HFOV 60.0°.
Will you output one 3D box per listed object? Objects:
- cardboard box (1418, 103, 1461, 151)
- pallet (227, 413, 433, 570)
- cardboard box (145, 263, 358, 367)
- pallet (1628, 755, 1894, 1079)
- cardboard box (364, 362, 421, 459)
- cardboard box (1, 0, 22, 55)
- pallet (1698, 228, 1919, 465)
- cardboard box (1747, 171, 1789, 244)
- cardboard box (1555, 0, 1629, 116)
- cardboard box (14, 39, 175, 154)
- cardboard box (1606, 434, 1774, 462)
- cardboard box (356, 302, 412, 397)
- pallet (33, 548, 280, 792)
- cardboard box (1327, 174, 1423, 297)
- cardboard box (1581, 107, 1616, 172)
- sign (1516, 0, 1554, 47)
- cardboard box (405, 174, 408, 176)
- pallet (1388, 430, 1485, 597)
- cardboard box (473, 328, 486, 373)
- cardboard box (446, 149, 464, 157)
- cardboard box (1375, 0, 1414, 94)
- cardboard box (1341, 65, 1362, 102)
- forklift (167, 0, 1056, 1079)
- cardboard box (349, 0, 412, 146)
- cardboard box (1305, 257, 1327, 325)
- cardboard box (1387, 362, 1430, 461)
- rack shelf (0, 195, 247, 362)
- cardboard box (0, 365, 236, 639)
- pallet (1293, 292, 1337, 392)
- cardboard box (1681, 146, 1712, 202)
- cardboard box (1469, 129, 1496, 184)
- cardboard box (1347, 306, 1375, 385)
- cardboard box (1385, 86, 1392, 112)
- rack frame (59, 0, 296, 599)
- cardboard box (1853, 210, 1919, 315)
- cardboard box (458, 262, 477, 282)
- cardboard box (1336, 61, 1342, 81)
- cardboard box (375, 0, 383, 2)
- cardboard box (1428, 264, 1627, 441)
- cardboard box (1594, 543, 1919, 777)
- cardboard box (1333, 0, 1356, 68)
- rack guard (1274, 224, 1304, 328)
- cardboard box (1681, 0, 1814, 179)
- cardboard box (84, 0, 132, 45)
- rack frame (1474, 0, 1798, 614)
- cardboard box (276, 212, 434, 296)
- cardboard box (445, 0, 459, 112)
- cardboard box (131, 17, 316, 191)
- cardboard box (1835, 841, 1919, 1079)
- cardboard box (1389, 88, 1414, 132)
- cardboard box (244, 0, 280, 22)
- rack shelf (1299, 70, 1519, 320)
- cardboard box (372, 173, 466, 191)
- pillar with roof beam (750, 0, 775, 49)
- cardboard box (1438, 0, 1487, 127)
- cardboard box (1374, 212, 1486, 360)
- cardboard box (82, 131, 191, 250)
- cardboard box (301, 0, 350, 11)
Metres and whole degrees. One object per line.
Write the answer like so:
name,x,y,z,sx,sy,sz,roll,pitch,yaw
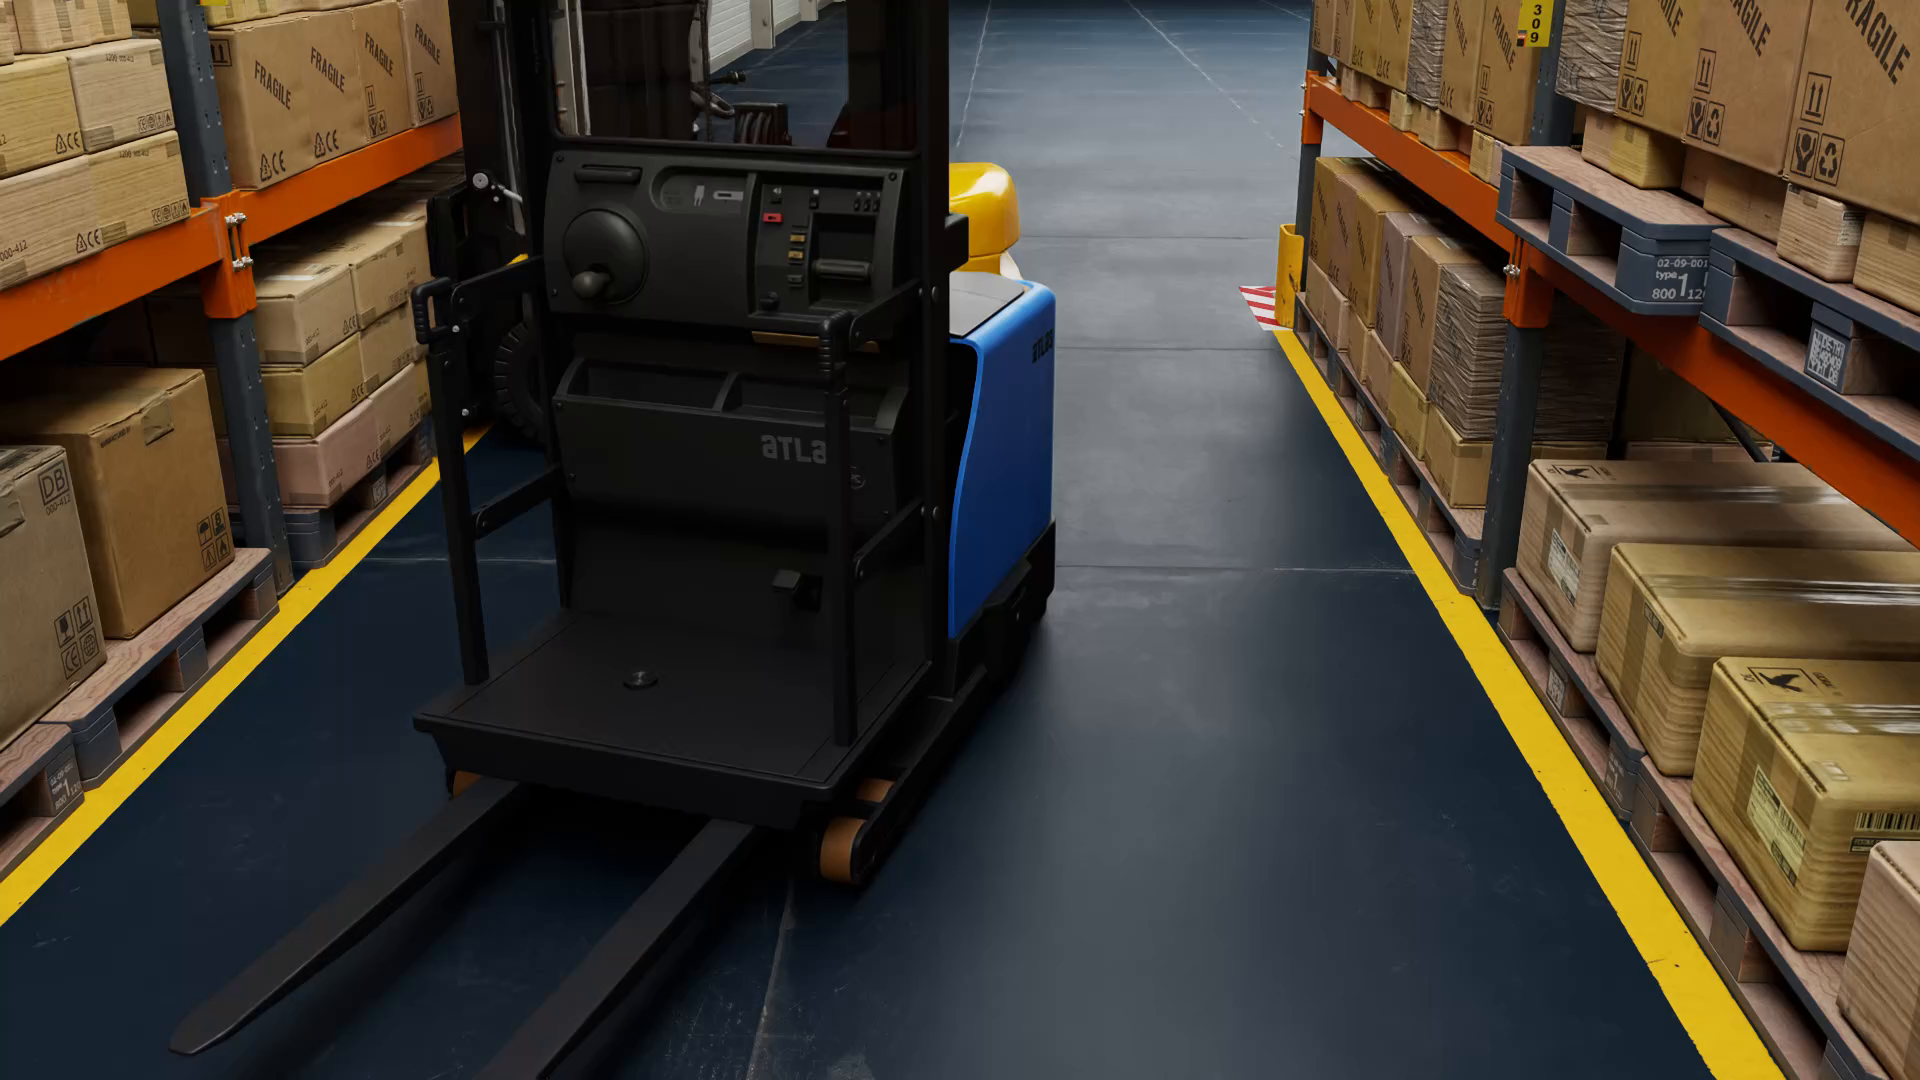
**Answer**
cardboard box,1.939,-1.547,6.216,0.380,0.149,0.250,0,21,1
pallet,-2.689,-0.217,6.297,1.003,0.211,1.213,1,21,2
cardboard box,-2.427,-0.782,5.735,0.500,0.250,0.500,0,21,1
pallet,2.150,0.847,3.555,1.003,0.211,1.213,1,21,2
cardboard box,-2.410,-0.499,6.389,0.500,0.250,0.500,0,21,0
cardboard box,-2.594,-1.272,4.125,0.380,0.149,0.250,1,21,2
pallet,2.104,-0.358,3.069,1.003,0.211,1.213,1,21,2
cardboard box,1.866,-0.684,3.412,0.380,0.149,0.250,1,21,2
cardboard box,1.905,-1.392,4.339,0.500,0.500,0.500,1,21,3
cardboard box,-2.515,-1.213,4.525,0.500,0.250,0.500,0,21,0
cardboard box,2.494,-0.301,5.879,0.500,0.250,0.500,0,21,-1
cardboard box,-2.419,-0.731,6.295,0.500,0.250,0.500,1,21,1
pallet,-2.739,0.337,4.870,1.003,0.211,1.213,1,21,2
cardboard box,2.015,-1.400,7.676,0.500,0.500,0.500,0,21,0
cardboard box,1.874,-1.059,4.379,0.380,0.149,0.250,1,21,2
sign,1.664,-1.584,4.767,0.100,0.325,0.005,1,21,2
cardboard box,-2.849,-1.704,8.113,0.500,0.250,0.500,1,21,2
pallet,2.191,-0.120,6.047,1.003,0.211,1.213,1,21,2
cardboard box,-2.374,-0.869,7.341,0.500,0.250,0.500,1,21,3
cardboard box,-2.336,-1.887,8.583,0.500,0.250,0.500,1,21,3
cardboard box,2.002,-2.085,6.706,0.500,0.500,0.500,0,21,1
cardboard box,1.974,-2.108,7.662,0.380,0.149,0.250,1,21,2
forklift,-0.646,-0.714,3.816,1.130,2.935,3.031,7,22,17
cardboard box,-2.467,-1.806,6.399,0.500,0.500,0.500,0,21,1
cardboard box,2.027,-1.249,8.321,0.500,0.250,0.500,0,21,1
cardboard box,1.962,-0.500,6.392,0.500,0.250,0.500,0,21,0
rack shelf,-2.816,-0.172,3.319,1.077,0.370,4.000,1,21,2
cardboard box,-2.760,-0.130,4.920,0.875,0.625,0.625,2,21,4
pallet,2.265,-1.002,8.321,1.003,0.211,1.213,1,21,2
cardboard box,1.925,-0.866,3.880,0.380,0.149,0.250,2,21,5
cardboard box,1.912,-1.270,5.502,0.380,0.149,0.250,1,21,3
cardboard box,2.000,-0.867,7.336,0.500,0.250,0.500,2,21,5
cardboard box,2.052,-1.918,7.172,0.380,0.149,0.250,1,21,3
rack frame,-2.755,-1.230,5.053,1.000,3.000,0.127,1,21,2
cardboard box,1.827,-0.492,2.916,0.380,0.149,0.250,0,21,0
cardboard box,-2.376,-1.095,7.234,0.500,0.250,0.500,1,21,1
cardboard box,2.111,-2.386,8.378,0.380,0.149,0.250,1,21,2
cardboard box,-2.415,-2.154,6.399,0.380,0.149,0.250,0,21,0
cardboard box,1.956,-0.657,5.760,0.500,0.500,0.500,0,21,1
cardboard box,2.174,0.302,4.156,0.950,0.372,0.625,2,21,5
cardboard box,2.024,-2.453,7.655,0.500,0.500,0.500,1,21,3
rack guard,2.326,-1.430,9.024,1.175,0.500,0.348,1,21,2
cardboard box,1.862,-1.032,3.412,0.500,0.500,0.500,1,21,1
cardboard box,-2.544,-1.453,4.593,0.380,0.149,0.250,1,21,3
rack frame,2.206,-1.177,4.916,1.000,3.000,0.127,1,21,2
cardboard box,-2.398,-1.147,6.676,0.500,0.250,0.500,1,21,3
cardboard box,-2.426,-2.170,7.336,0.500,0.500,0.500,0,21,1
cardboard box,-2.481,-1.434,5.441,0.500,0.500,0.500,0,21,0
cardboard box,2.126,0.827,2.802,0.950,0.372,0.625,0,21,1
cardboard box,1.948,-1.732,6.694,0.380,0.149,0.250,1,21,2
cardboard box,-2.476,-1.785,5.449,0.380,0.149,0.250,1,21,3
rack shelf,2.267,-1.565,6.910,1.077,0.370,4.000,1,21,2
cardboard box,-2.351,-1.519,7.637,0.500,0.250,0.500,1,21,2
pillar with roof beam,1.295,-11.692,23.723,9.100,9.000,0.400,1,21,2
cardboard box,1.980,-1.712,5.745,0.500,0.500,0.500,1,21,3
cardboard box,1.984,-1.026,6.710,0.500,0.500,0.500,2,21,4
cardboard box,-2.509,-0.975,4.603,0.500,0.250,0.500,1,21,3
cardboard box,-2.415,-1.968,5.920,0.380,0.149,0.250,1,21,3
